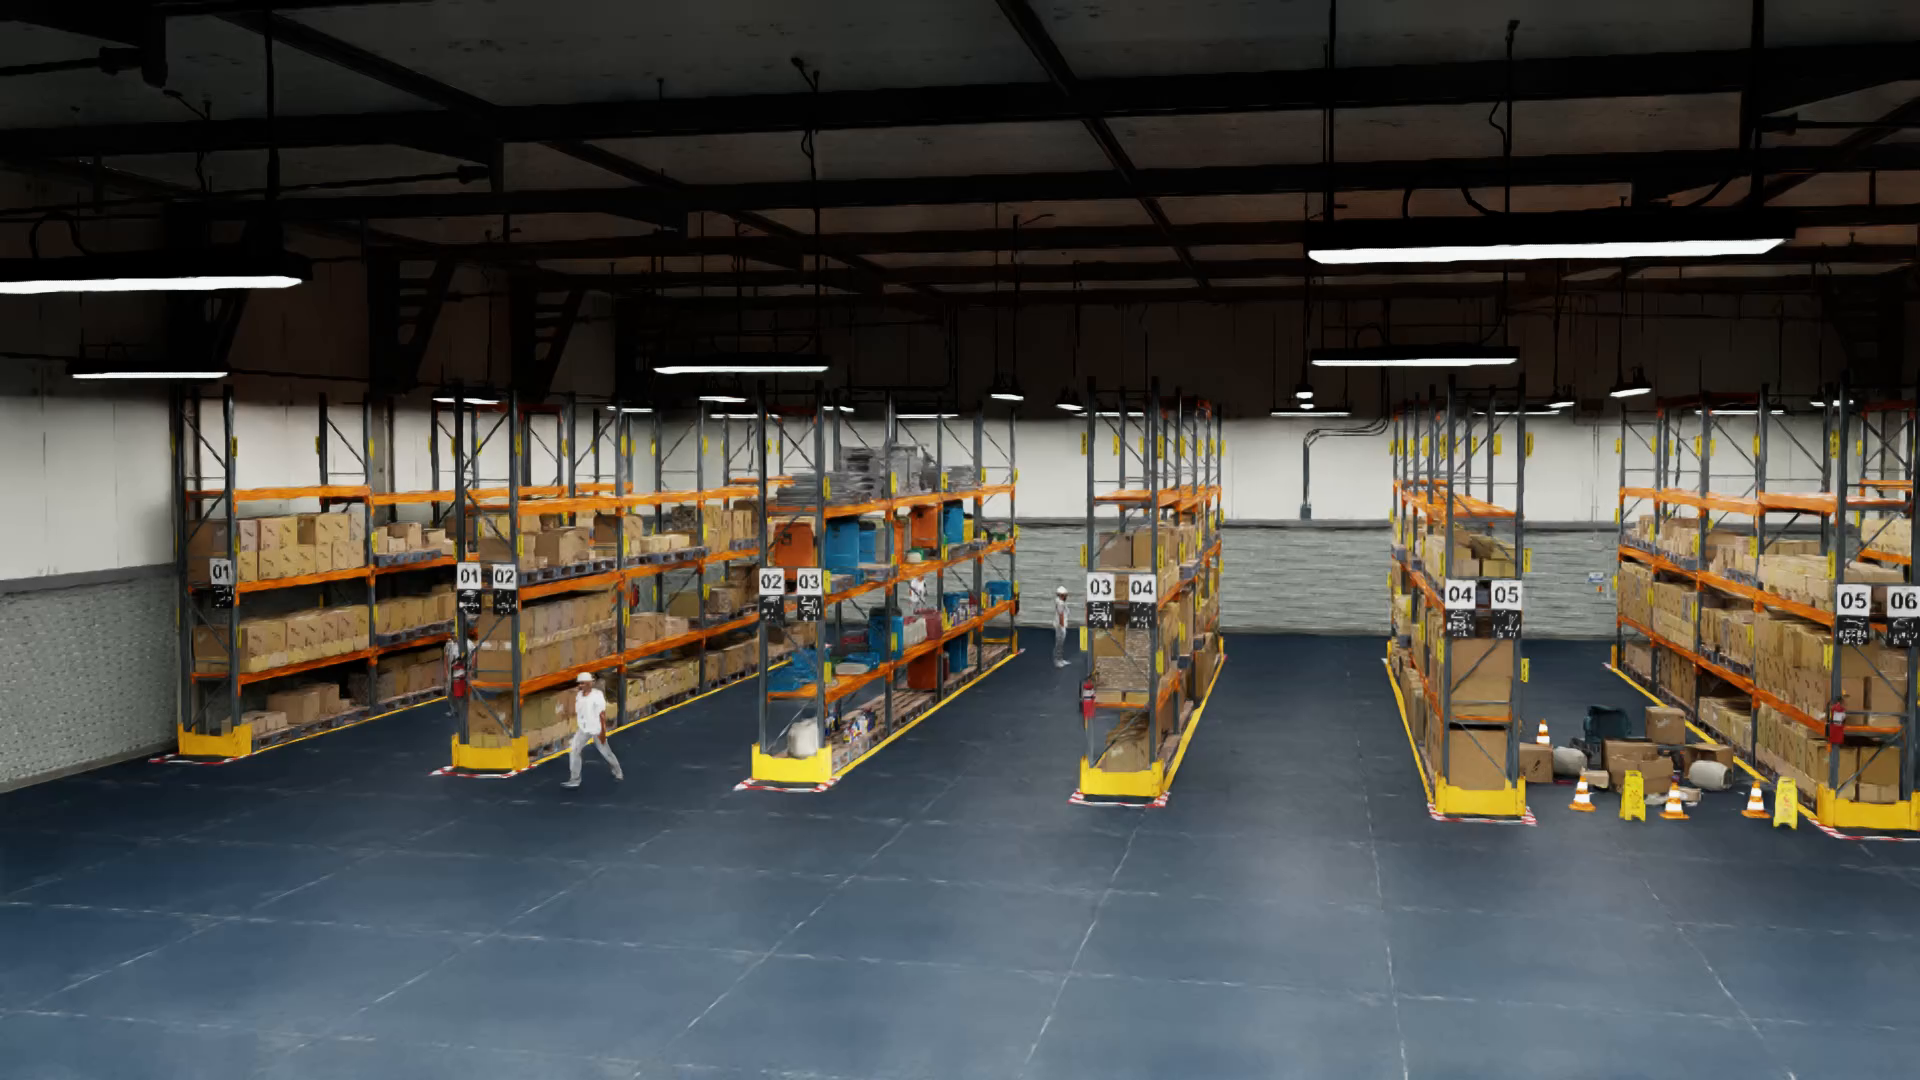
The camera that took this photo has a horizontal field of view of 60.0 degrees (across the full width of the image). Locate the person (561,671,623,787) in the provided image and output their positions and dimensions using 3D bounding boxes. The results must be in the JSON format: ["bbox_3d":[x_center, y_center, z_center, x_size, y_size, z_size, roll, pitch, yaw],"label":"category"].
[{"bbox_3d":[-5.418,2.772,24.545,0.616,1.694,0.950,2,4,32],"label":"person"}]

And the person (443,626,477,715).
[{"bbox_3d":[-9.296,2.426,30.916,0.682,1.704,0.542,1,3,11],"label":"person"}]

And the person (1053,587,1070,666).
[{"bbox_3d":[2.331,1.964,37.998,0.404,1.786,0.660,0,3,2],"label":"person"}]

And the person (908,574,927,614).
[{"bbox_3d":[-1.191,1.649,45.275,0.553,1.654,0.582,-1,4,-25],"label":"person"}]
